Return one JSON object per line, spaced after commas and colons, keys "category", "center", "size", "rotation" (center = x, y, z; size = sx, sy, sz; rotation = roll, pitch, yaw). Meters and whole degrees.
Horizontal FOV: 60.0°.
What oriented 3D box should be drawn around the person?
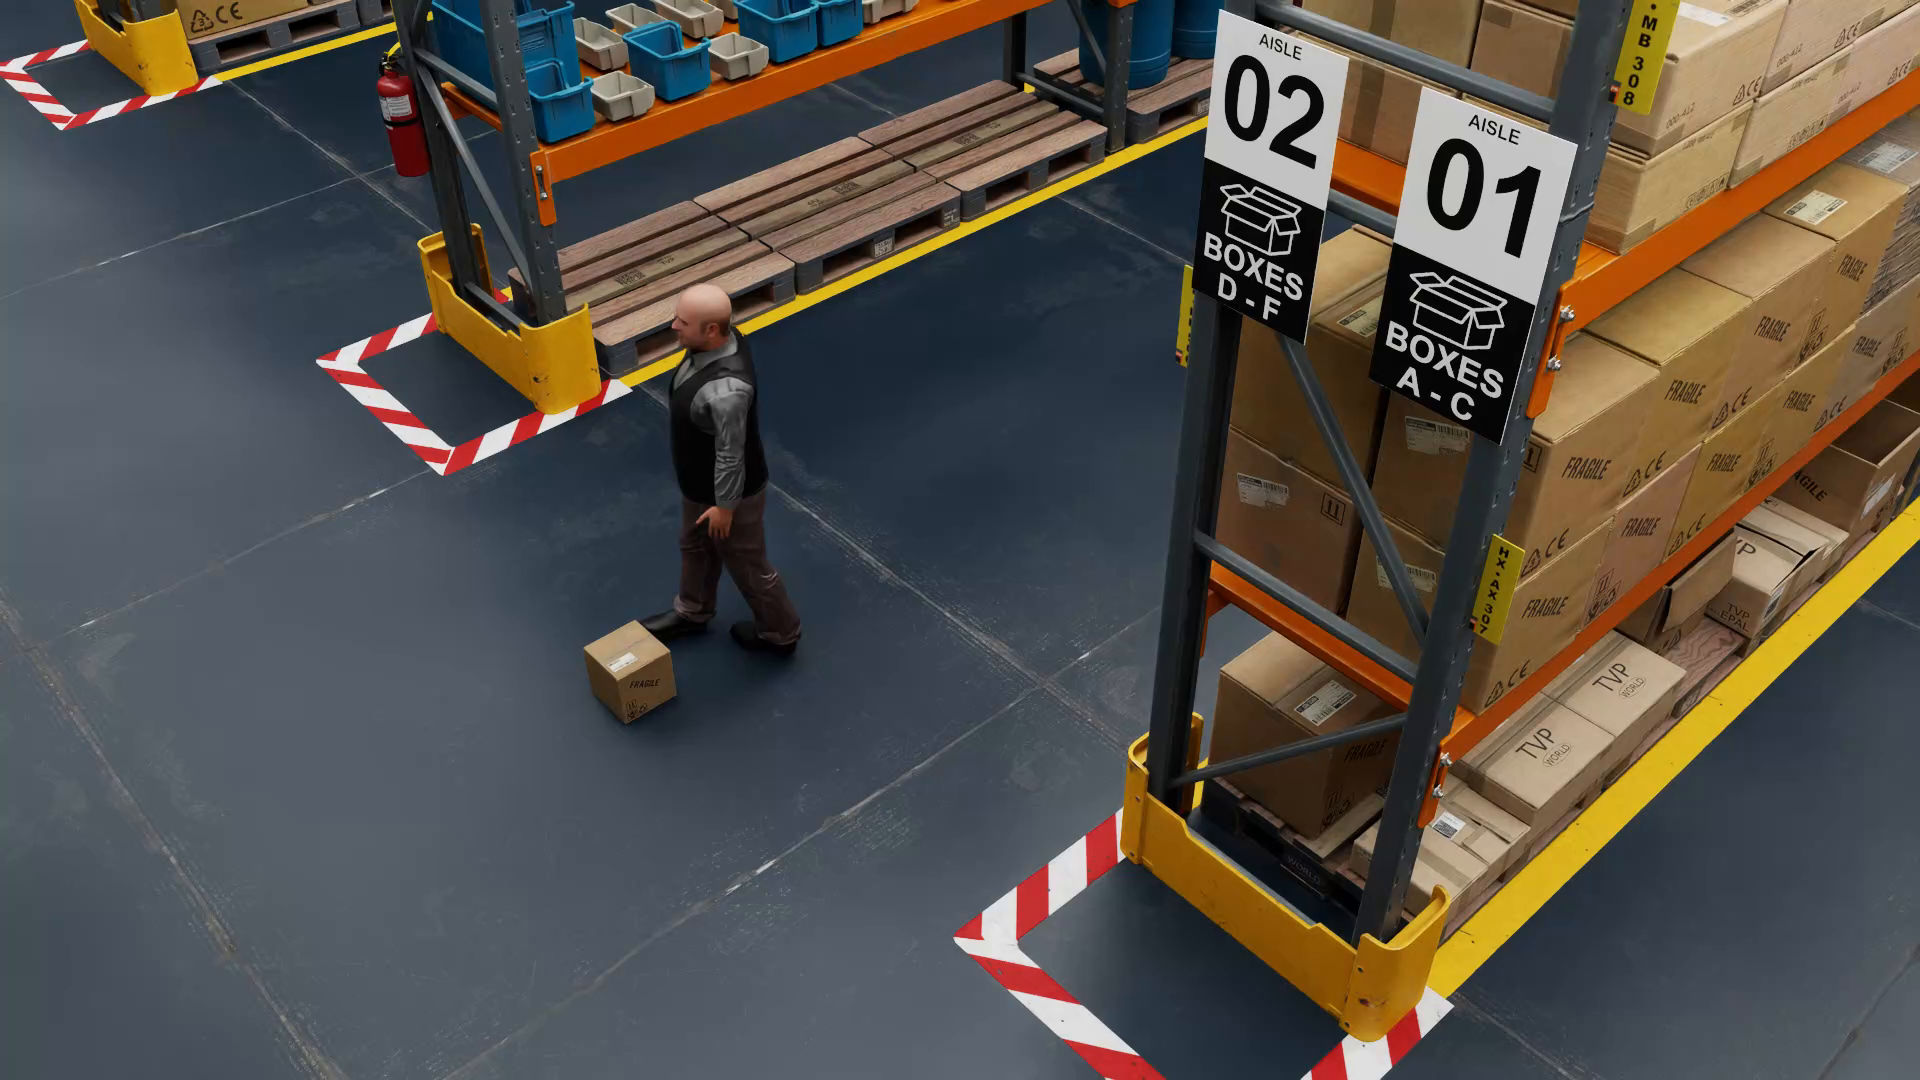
{"category": "person", "center": [-1.006, -0.225, 6.444], "size": [0.670, 1.716, 0.538], "rotation": [-9, 40, -10]}
